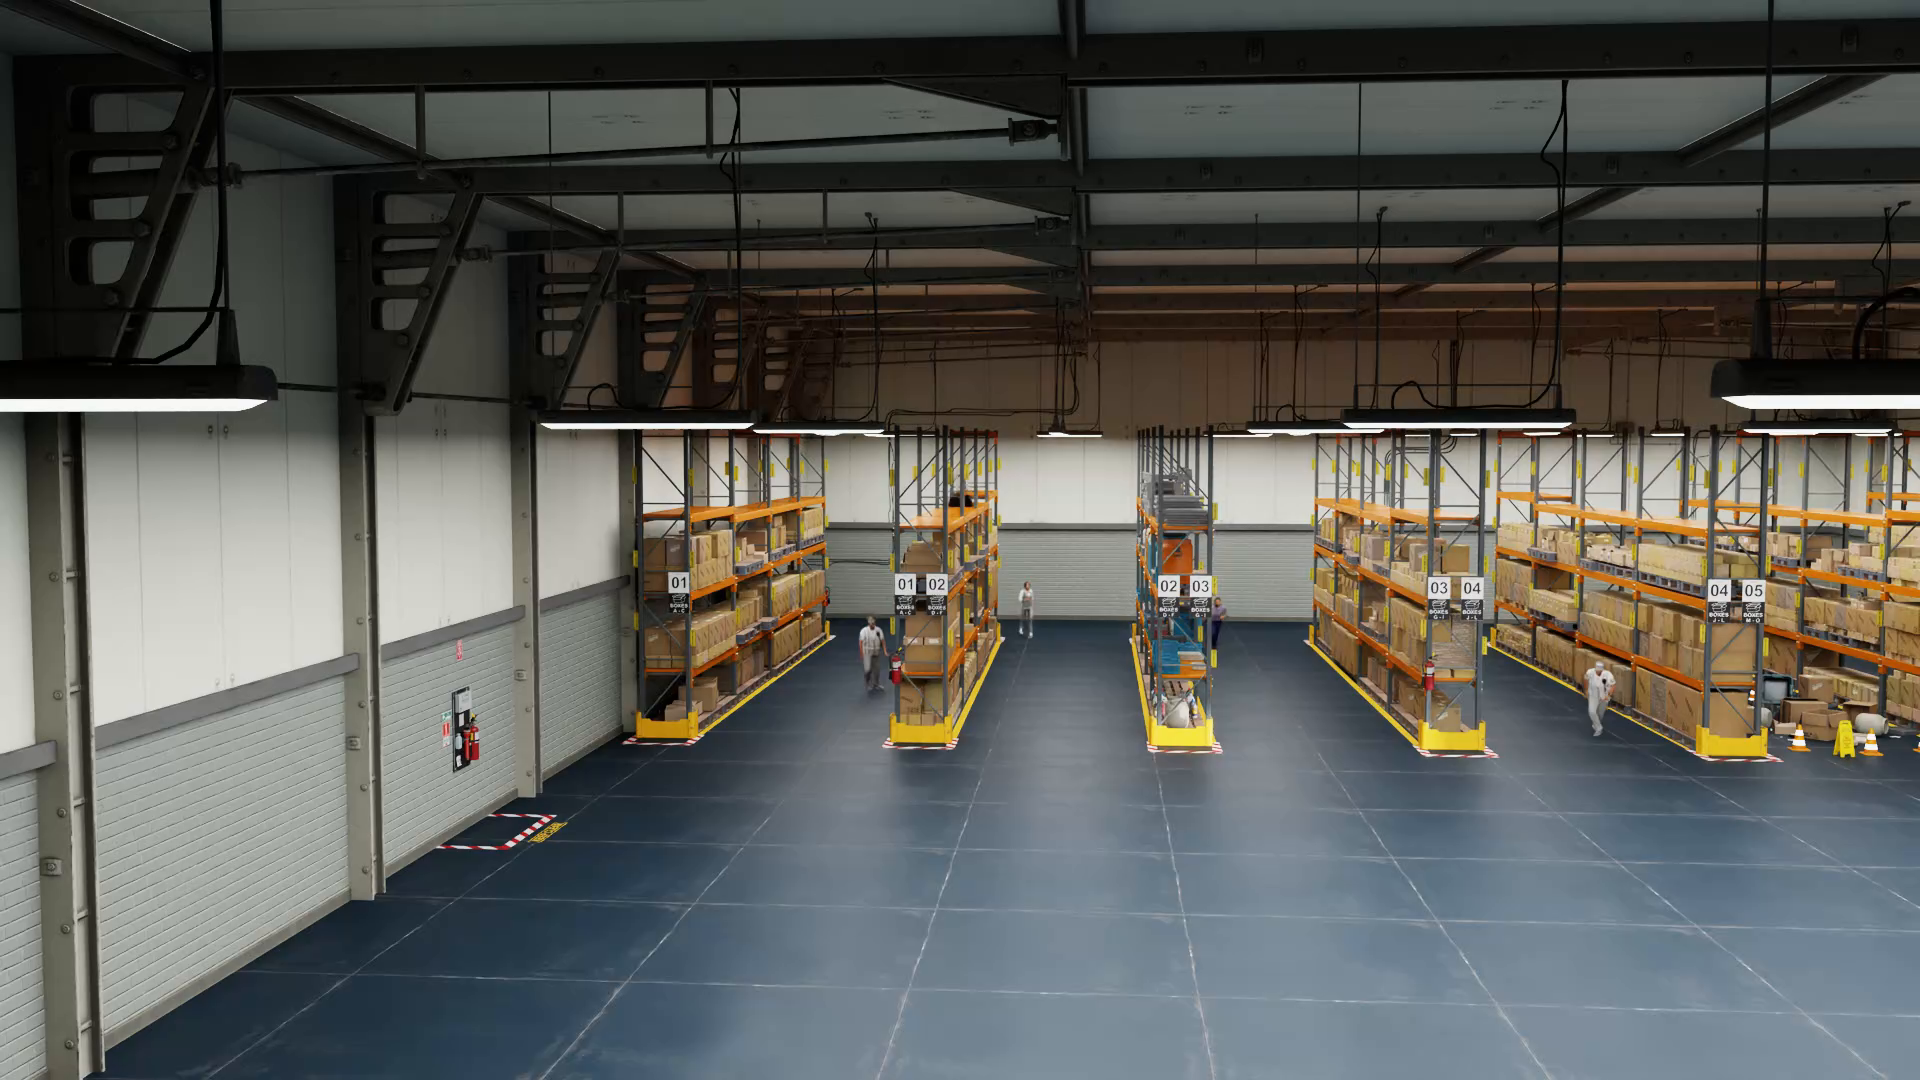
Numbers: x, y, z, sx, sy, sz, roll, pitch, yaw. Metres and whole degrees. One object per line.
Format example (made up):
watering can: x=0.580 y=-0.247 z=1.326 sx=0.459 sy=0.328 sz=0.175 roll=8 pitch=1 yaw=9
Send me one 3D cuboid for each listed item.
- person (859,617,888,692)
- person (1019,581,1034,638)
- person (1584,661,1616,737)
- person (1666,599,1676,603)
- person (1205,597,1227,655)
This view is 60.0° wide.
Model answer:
person: x=-1.993 y=2.599 z=37.972 sx=0.634 sy=1.740 sz=0.649 roll=-2 pitch=4 yaw=-29
person: x=1.927 y=1.996 z=48.319 sx=0.533 sy=1.609 sz=0.861 roll=-1 pitch=4 yaw=-17
person: x=12.435 y=3.051 z=32.317 sx=0.599 sy=1.483 sz=1.080 roll=2 pitch=4 yaw=24
person: x=17.707 y=2.324 z=41.467 sx=0.673 sy=1.762 sz=0.992 roll=-1 pitch=3 yaw=-11
person: x=6.827 y=2.294 z=44.699 sx=0.648 sy=1.608 sz=0.959 roll=0 pitch=3 yaw=-3
